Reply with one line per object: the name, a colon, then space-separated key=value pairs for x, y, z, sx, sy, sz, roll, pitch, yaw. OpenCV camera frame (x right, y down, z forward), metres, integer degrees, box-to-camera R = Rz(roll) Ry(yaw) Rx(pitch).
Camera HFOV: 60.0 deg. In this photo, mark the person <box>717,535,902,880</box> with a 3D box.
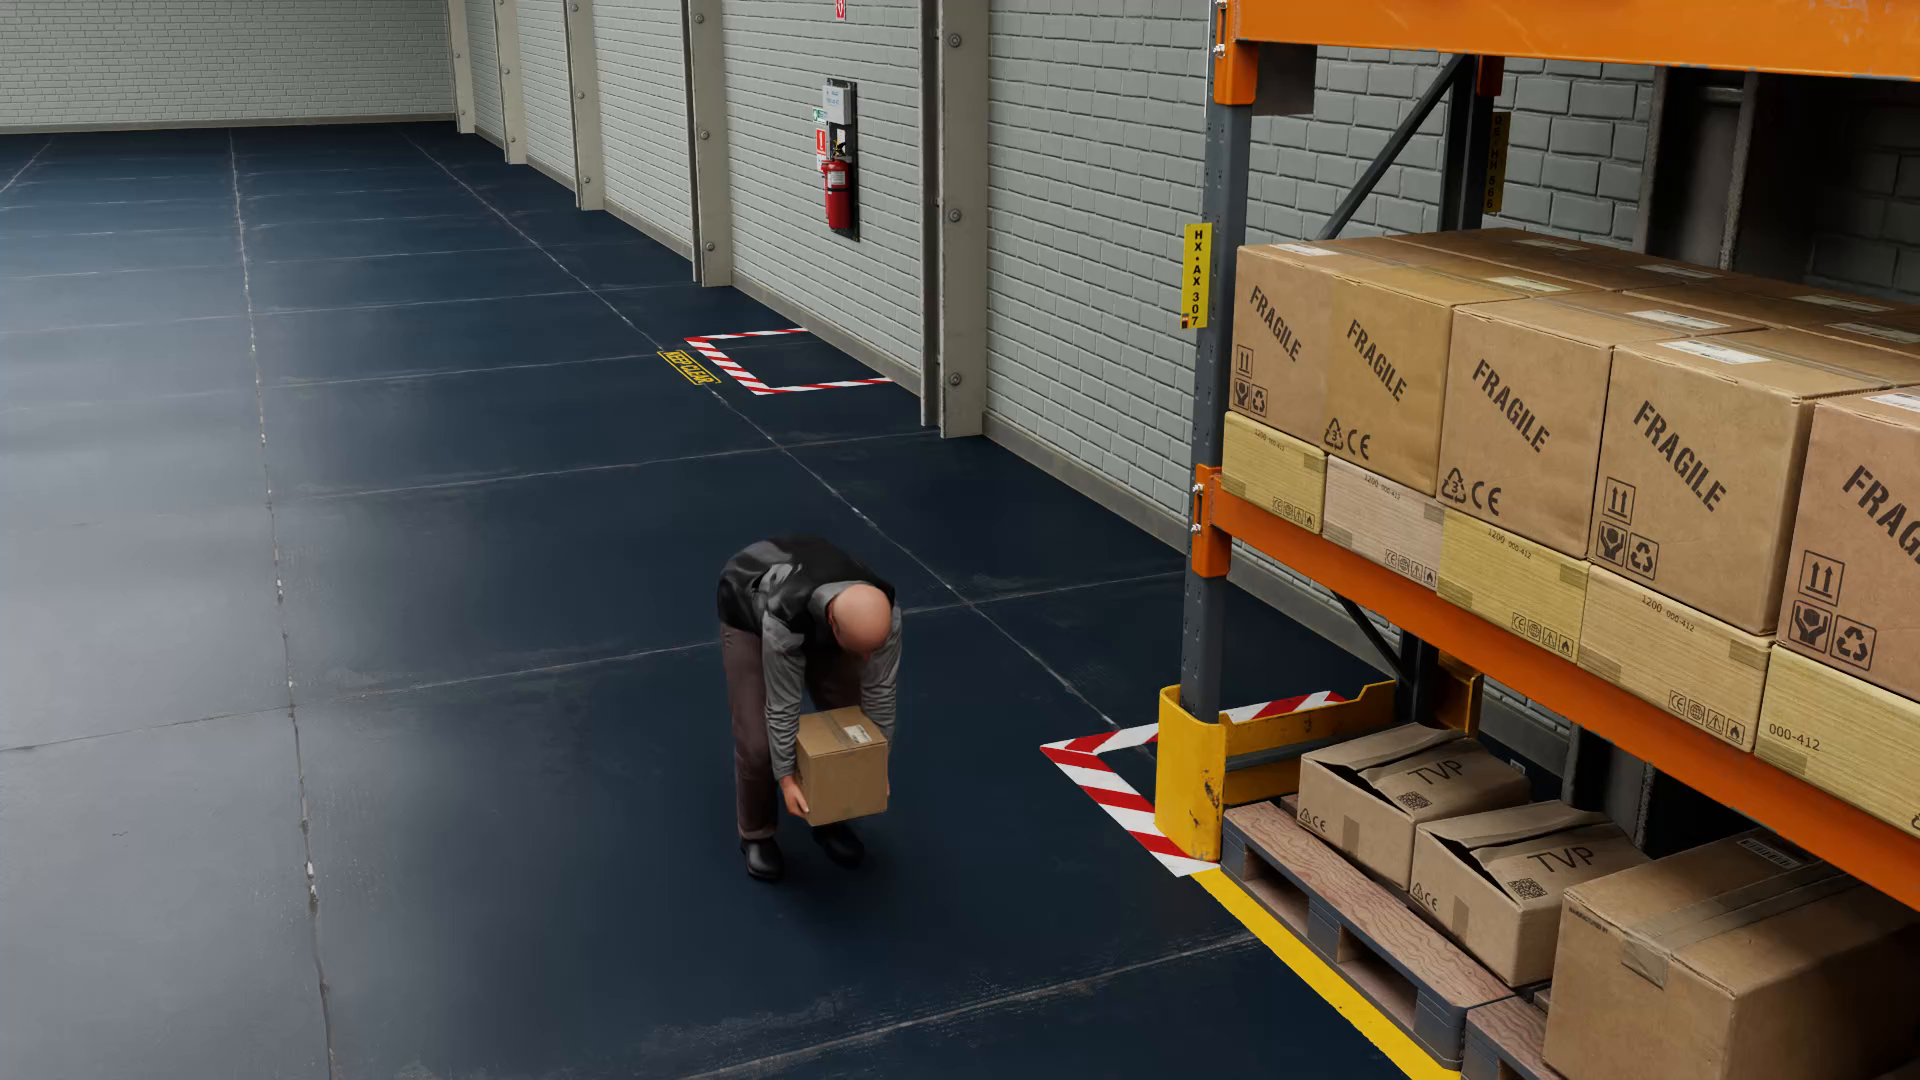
person: x=-0.445 y=0.576 z=5.263 sx=0.464 sy=1.172 sz=0.948 roll=-9 pitch=20 yaw=-24
